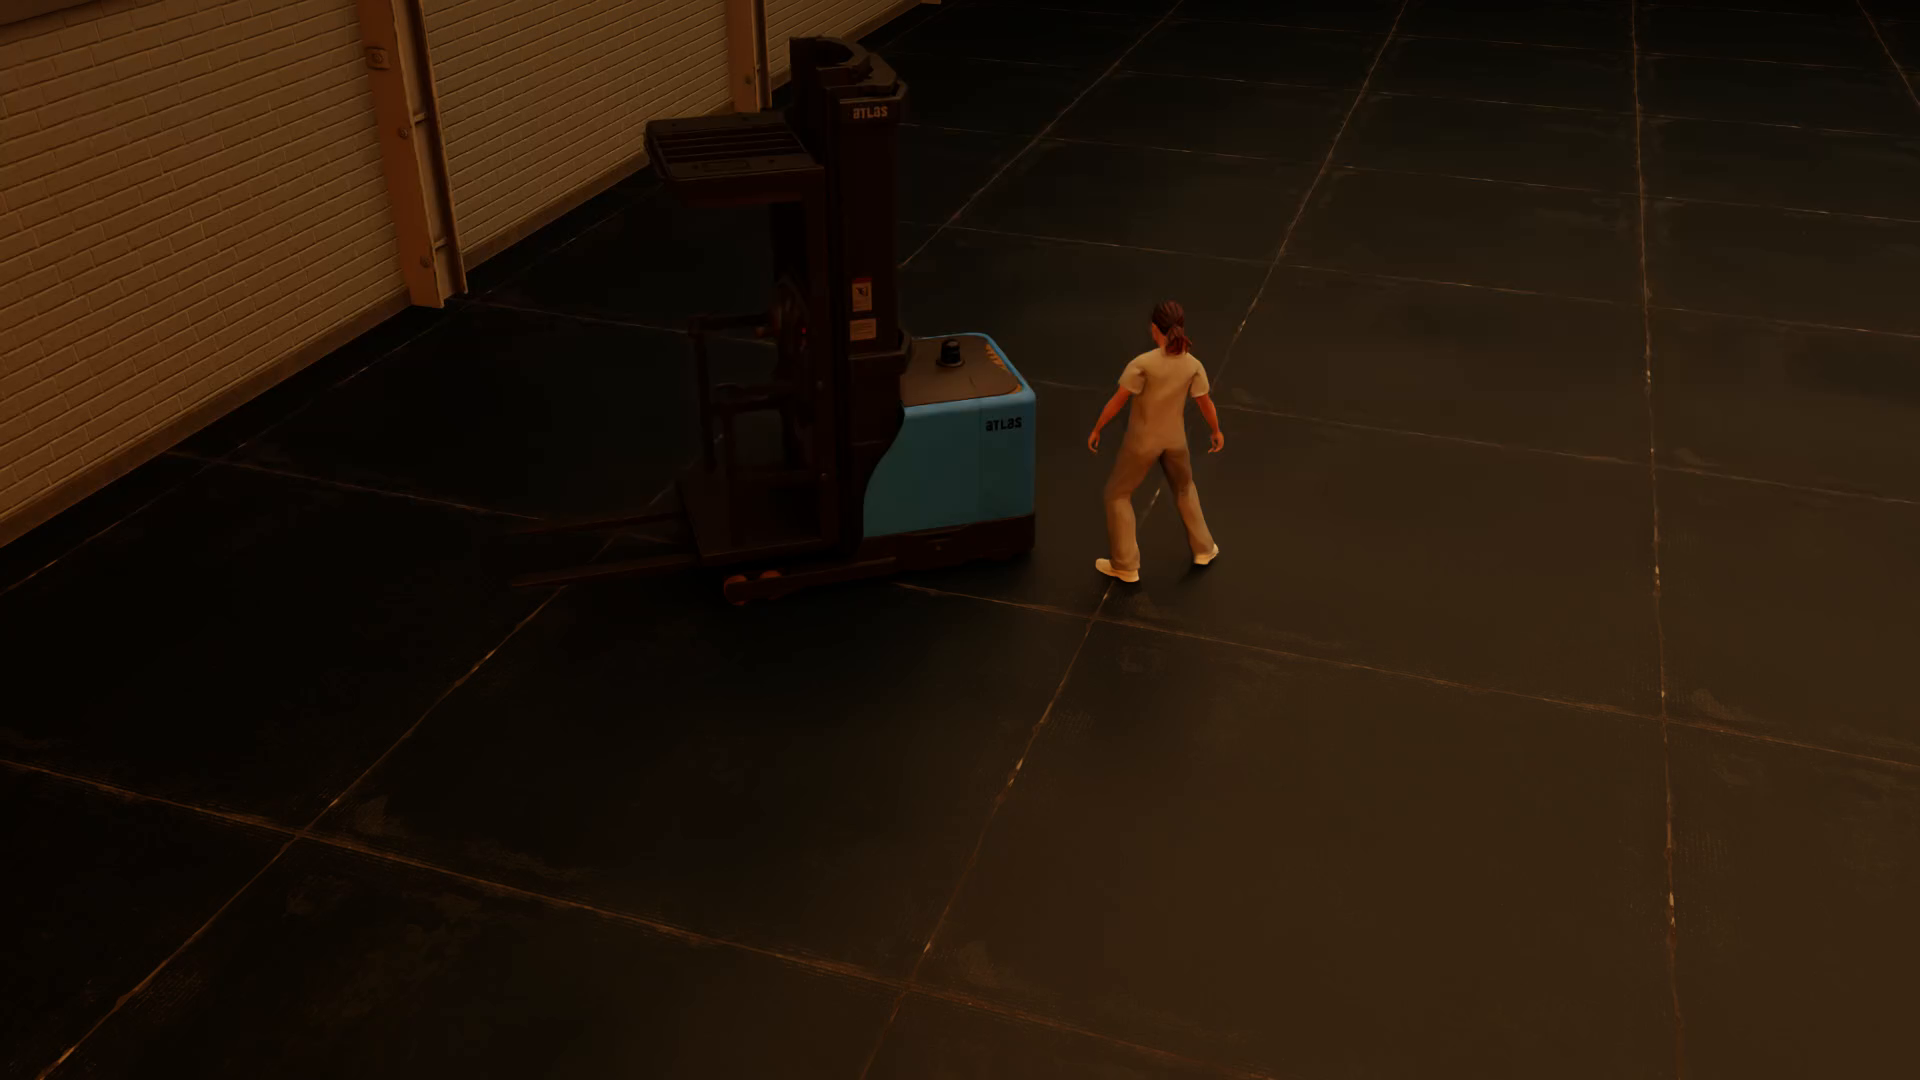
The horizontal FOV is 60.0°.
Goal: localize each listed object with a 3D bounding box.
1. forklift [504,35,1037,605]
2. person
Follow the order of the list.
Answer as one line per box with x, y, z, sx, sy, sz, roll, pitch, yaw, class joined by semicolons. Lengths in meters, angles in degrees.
-1.126;-1.195;9.232;3.031;2.935;1.130;-8;31;-14;forklift
1.144;-0.560;9.475;0.885;1.638;0.385;-11;32;-19;person
